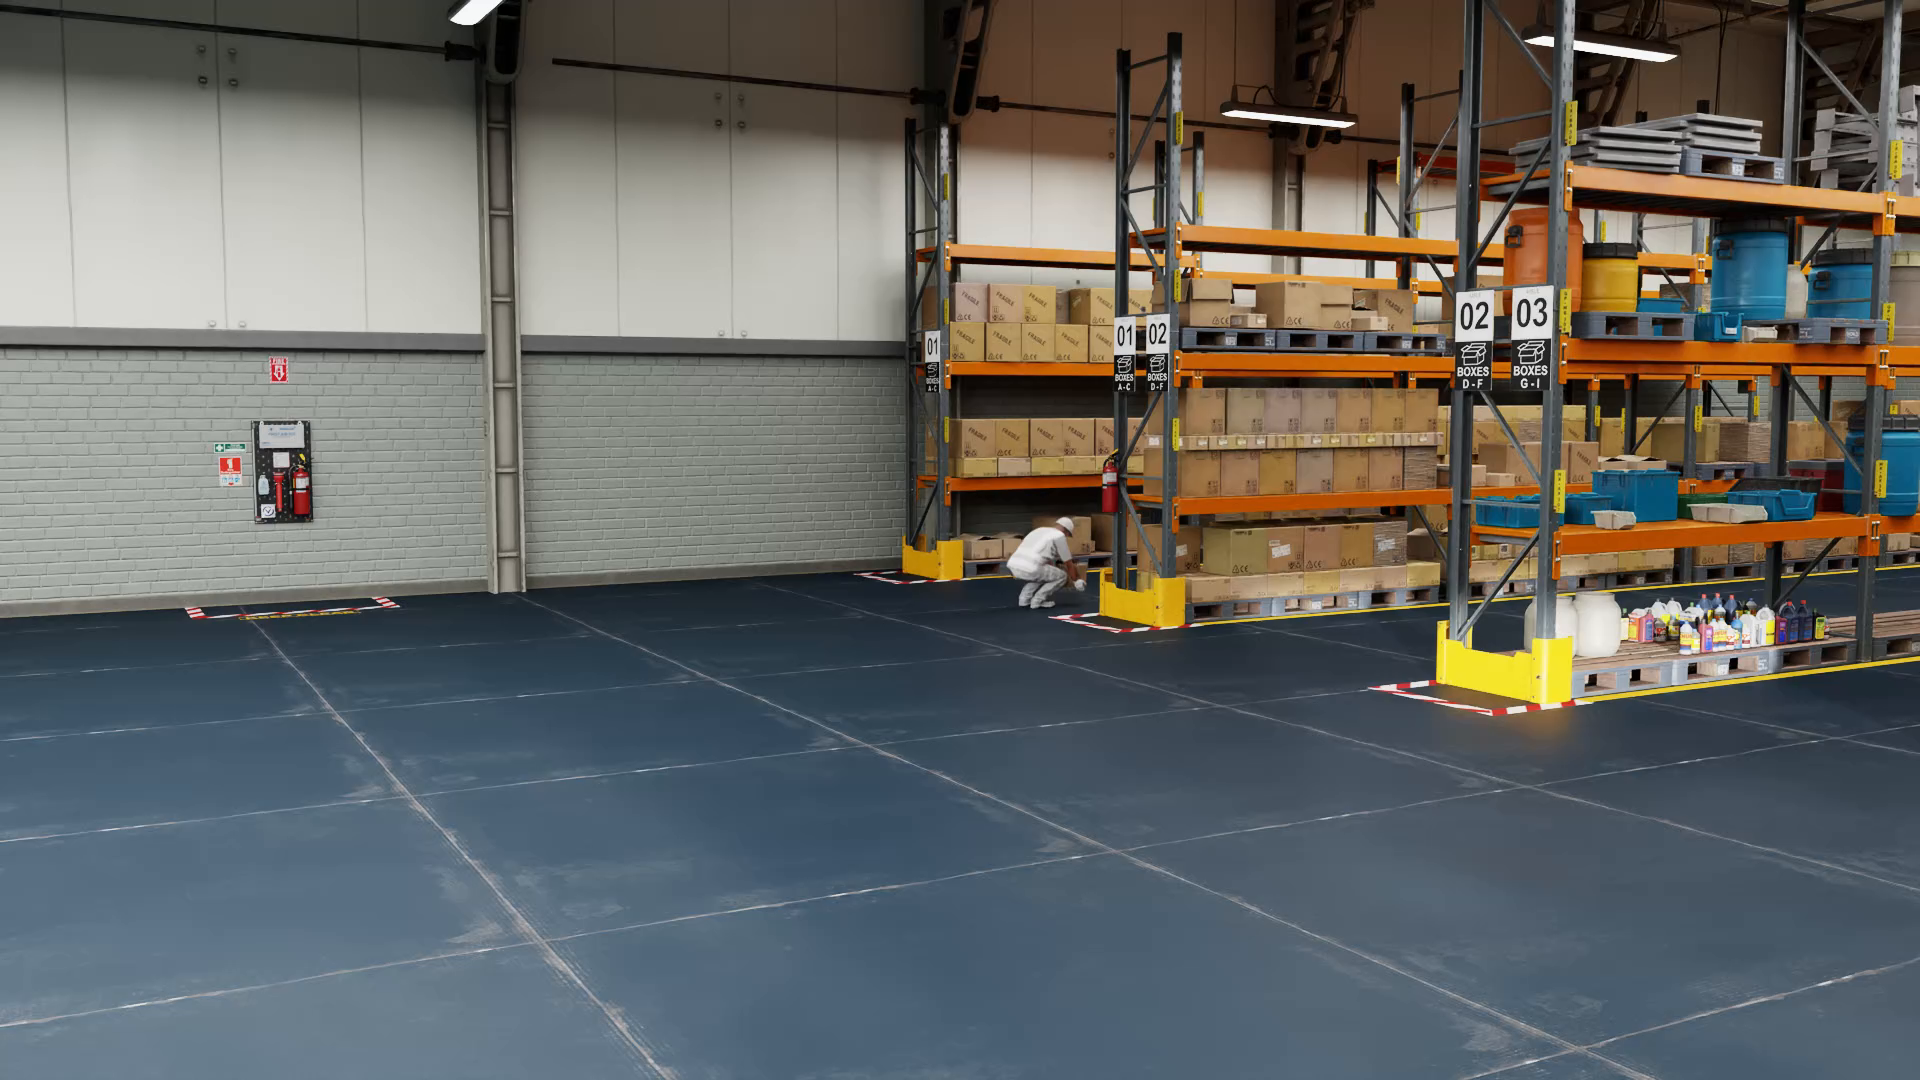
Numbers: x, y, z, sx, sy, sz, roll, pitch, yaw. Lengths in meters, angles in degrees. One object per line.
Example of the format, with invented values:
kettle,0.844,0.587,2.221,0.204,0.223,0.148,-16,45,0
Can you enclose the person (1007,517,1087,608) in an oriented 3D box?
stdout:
person,0.960,0.252,18.805,0.907,0.992,0.578,-3,6,-29
